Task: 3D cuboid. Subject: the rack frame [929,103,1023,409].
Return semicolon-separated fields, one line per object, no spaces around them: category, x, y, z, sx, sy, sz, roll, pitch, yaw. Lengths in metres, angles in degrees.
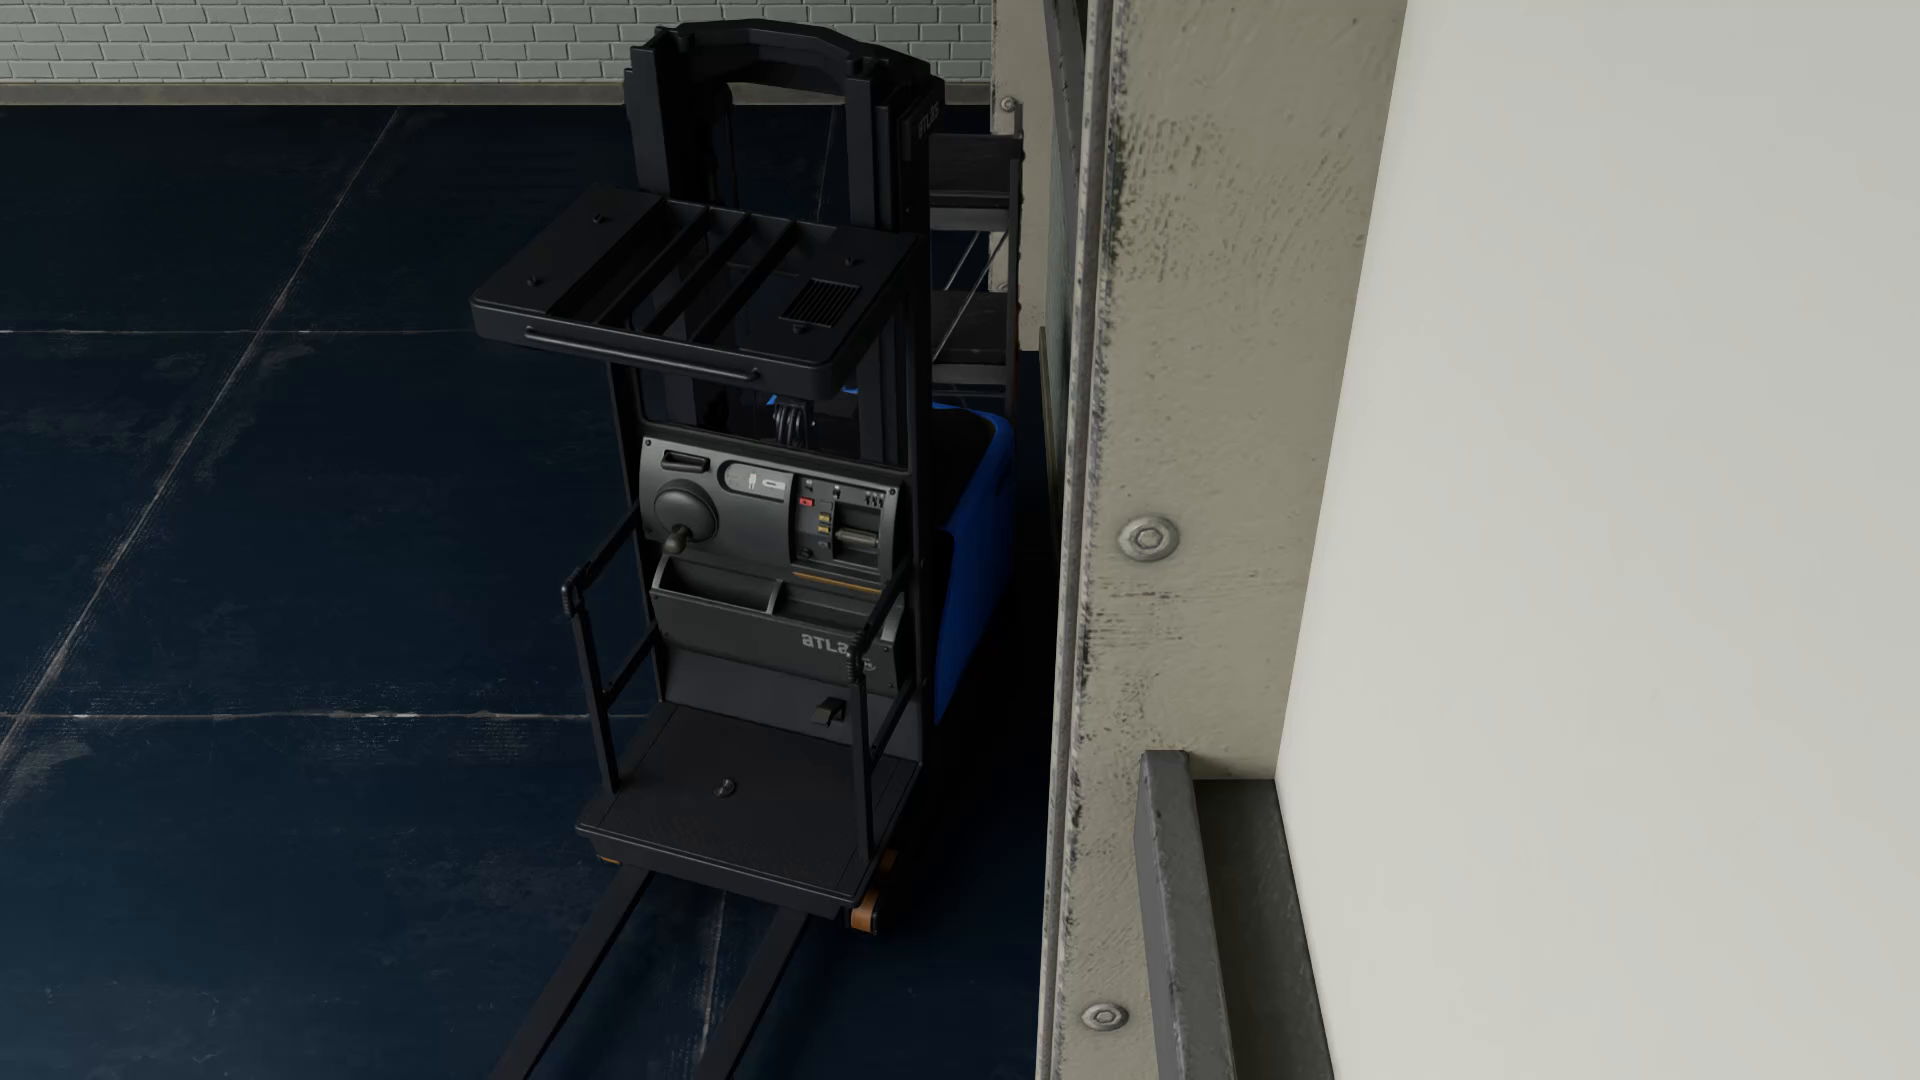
rack frame;0.048;-0.900;7.194;0.400;2.100;0.015;2;39;3

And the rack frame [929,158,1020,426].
rack frame;0.020;-0.595;6.814;0.400;2.100;0.015;2;39;3

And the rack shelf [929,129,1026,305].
rack shelf;0.034;-1.283;6.574;0.431;0.518;0.480;2;39;3

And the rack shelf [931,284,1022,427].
rack shelf;0.034;-0.737;7.012;0.431;0.518;0.480;2;39;3

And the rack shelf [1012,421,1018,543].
rack shelf;0.034;-0.191;7.450;0.431;0.518;0.480;2;39;3

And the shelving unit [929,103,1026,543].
shelving unit;0.034;-0.747;7.004;0.431;2.100;0.503;2;39;3

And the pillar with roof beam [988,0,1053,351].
pillar with roof beam;-3.994;-4.662;6.372;9.100;9.000;0.400;0;39;0

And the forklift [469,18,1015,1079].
forklift;-0.712;-0.021;5.432;1.130;2.935;3.031;12;40;14
